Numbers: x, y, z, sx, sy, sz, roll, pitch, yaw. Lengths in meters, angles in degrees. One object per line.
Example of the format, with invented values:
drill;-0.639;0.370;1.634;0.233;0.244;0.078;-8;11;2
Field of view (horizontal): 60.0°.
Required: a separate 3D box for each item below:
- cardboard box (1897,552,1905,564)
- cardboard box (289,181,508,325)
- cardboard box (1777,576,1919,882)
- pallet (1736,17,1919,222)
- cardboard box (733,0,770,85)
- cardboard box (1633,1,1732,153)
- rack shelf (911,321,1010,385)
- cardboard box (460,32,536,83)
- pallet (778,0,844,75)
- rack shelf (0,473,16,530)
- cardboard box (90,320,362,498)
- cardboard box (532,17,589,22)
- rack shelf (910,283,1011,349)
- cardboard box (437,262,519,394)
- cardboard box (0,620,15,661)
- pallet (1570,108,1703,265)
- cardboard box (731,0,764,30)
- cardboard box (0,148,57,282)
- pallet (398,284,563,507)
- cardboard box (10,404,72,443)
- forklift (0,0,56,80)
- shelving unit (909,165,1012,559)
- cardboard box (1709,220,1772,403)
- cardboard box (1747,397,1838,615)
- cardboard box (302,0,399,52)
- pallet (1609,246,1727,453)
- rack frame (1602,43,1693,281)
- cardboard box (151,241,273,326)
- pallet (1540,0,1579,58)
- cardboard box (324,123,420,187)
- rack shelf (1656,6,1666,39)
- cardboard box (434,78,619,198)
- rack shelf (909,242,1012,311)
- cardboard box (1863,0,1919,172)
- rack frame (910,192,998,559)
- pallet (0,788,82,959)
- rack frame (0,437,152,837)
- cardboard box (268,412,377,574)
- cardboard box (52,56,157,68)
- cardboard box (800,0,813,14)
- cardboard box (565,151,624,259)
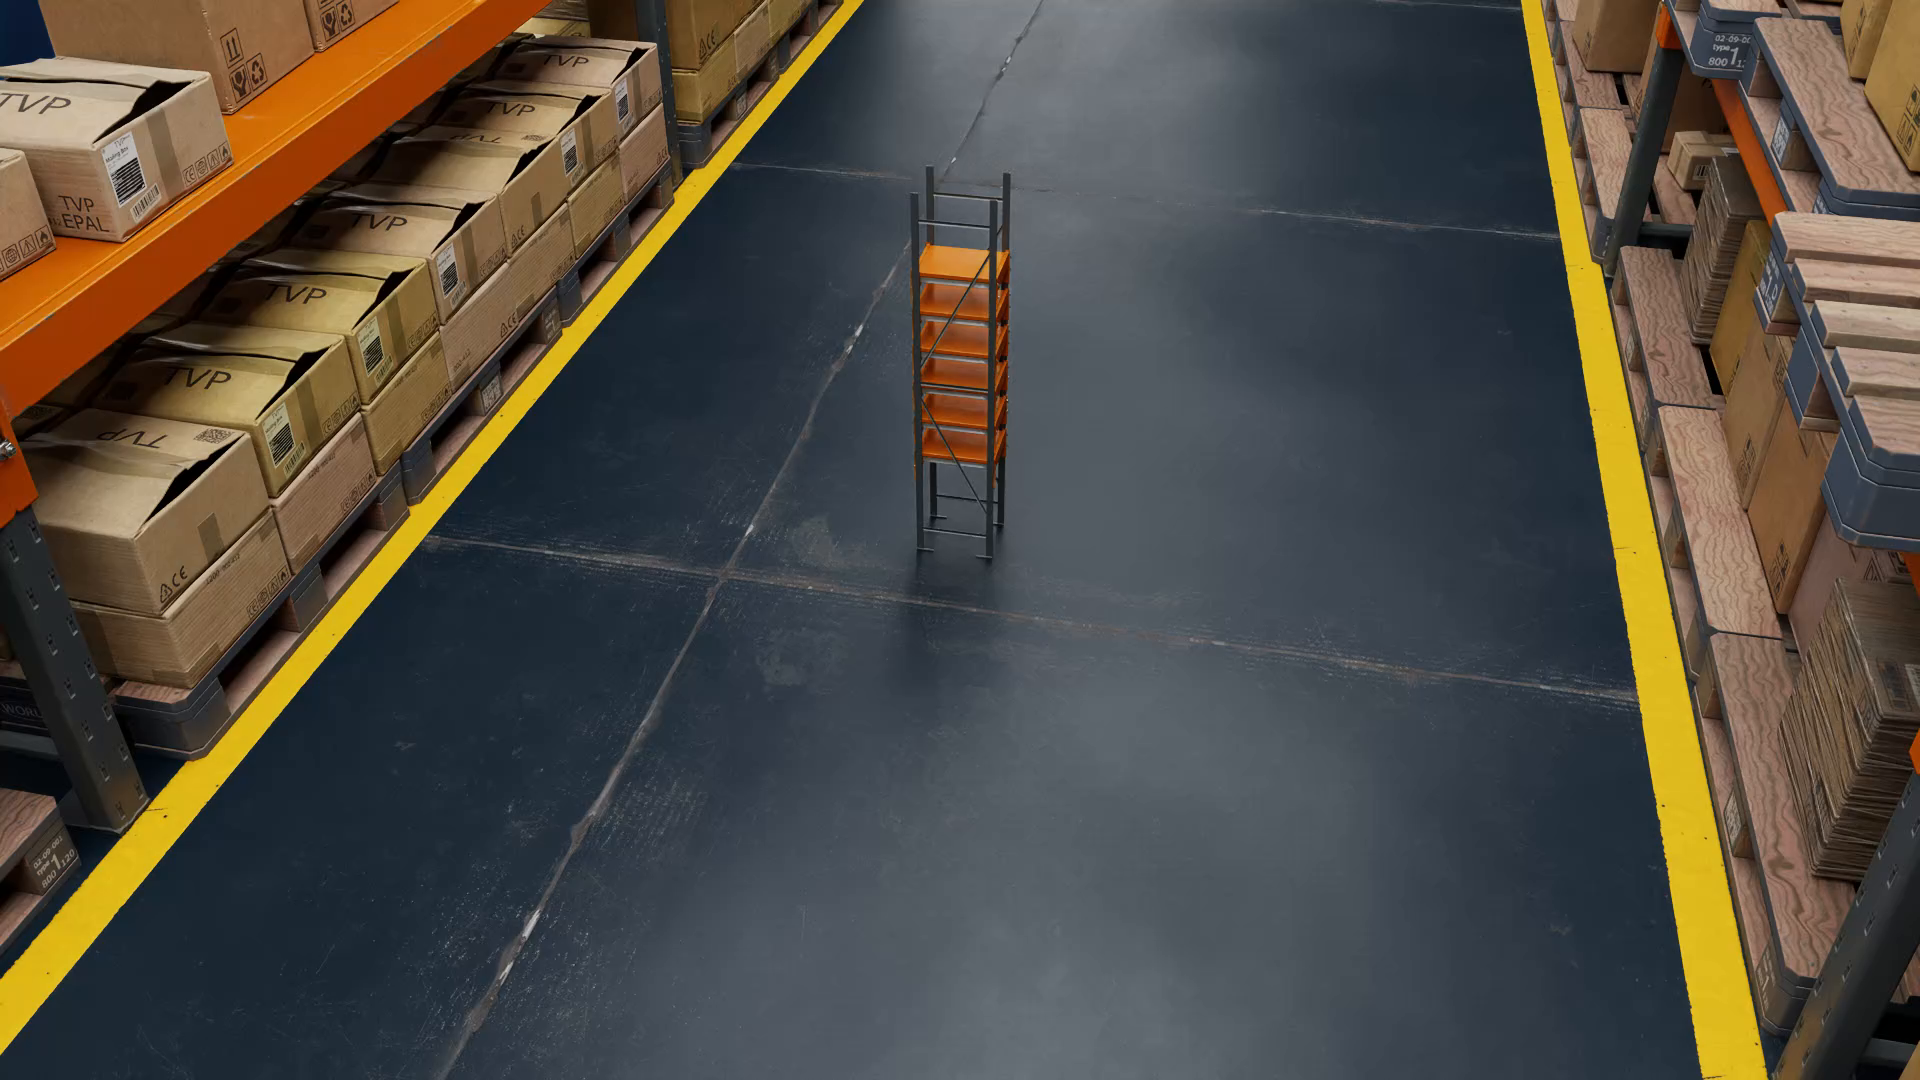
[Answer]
cardboard box;2.529;-0.150;4.017;0.500;0.250;0.500;8;37;11
cardboard box;-1.874;-0.997;5.577;0.500;0.311;0.500;7;36;9
cardboard box;2.346;0.473;3.797;0.700;0.500;0.500;8;37;11
pallet;2.626;-1.004;4.243;1.003;0.211;1.213;7;37;10
cardboard box;-1.236;-2.425;8.024;0.500;0.250;0.500;7;37;10
cardboard box;3.280;-2.001;7.210;0.500;0.500;0.500;5;36;6
rack shelf;0.003;-0.555;4.865;0.258;0.103;0.180;7;37;10
cardboard box;-2.074;-1.932;6.867;0.500;0.311;0.500;7;37;10
pallet;-1.274;-2.877;9.040;1.003;0.211;1.213;7;37;10
rack shelf;-3.024;0.877;2.097;1.077;0.370;4.000;7;37;10
cardboard box;-2.094;-0.410;4.767;0.500;0.311;0.500;6;36;9
cardboard box;-1.741;-2.489;8.114;0.500;0.250;0.500;7;37;10
rack shelf;0.003;-0.652;4.795;0.258;0.103;0.180;7;37;10
cardboard box;-1.877;-0.762;5.730;0.500;0.250;0.500;8;37;11
cardboard box;-2.723;0.050;4.610;0.500;0.250;0.500;8;37;11
pallet;3.206;-1.496;7.134;1.003;0.211;1.213;7;37;10
cardboard box;-1.239;-2.729;7.805;0.500;0.500;0.500;7;37;10
cardboard box;-2.477;-0.728;3.774;0.500;0.311;0.500;10;37;13
pallet;-2.120;-0.596;5.893;1.003;0.211;1.213;7;37;10
cardboard box;-2.726;-0.176;4.444;0.500;0.311;0.500;8;37;11
forklift;-4.370;-2.128;5.689;1.130;2.935;3.031;7;36;9
shelving unit;0.003;-0.494;4.909;0.258;1.200;0.189;7;37;10
cardboard box;2.895;-0.675;5.380;0.700;0.500;0.500;7;36;9
cardboard box;2.648;-0.096;4.582;0.700;0.500;0.500;7;37;10
cardboard box;-2.142;-1.867;5.185;0.500;0.500;0.500;7;37;10
pallet;2.933;-0.660;5.980;1.003;0.211;1.213;7;37;10
rack frame;3.097;-2.235;5.778;1.000;3.000;0.127;7;37;10
cardboard box;-2.511;-0.764;5.255;0.500;0.311;0.500;7;37;10
pallet;3.727;-2.894;9.064;1.003;0.211;1.213;7;37;10
cardboard box;-2.296;-1.349;6.062;0.500;0.311;0.500;6;36;8
rack shelf;3.525;-3.091;7.571;1.077;0.370;4.000;7;37;10
cardboard box;-1.654;-1.571;6.368;0.500;0.311;0.500;8;37;11
rack shelf;0.003;-0.750;4.724;0.258;0.103;0.180;7;37;10
cardboard box;2.578;-1.148;3.818;0.700;0.500;0.500;7;37;10
rack frame;-0.016;-0.442;4.837;0.240;1.200;0.006;7;37;10
pallet;-2.794;0.992;3.702;1.003;0.211;1.213;7;37;10
rack frame;-2.597;-0.561;3.468;1.000;3.000;0.127;7;37;10
cardboard box;-2.092;-0.169;4.913;0.500;0.250;0.500;6;36;9
cardboard box;-2.380;-1.197;4.560;0.380;0.149;0.250;10;37;13
cardboard box;-1.023;-2.998;8.816;0.500;0.250;0.500;7;37;10
cardboard box;-1.658;-1.347;6.537;0.500;0.250;0.500;7;36;9
